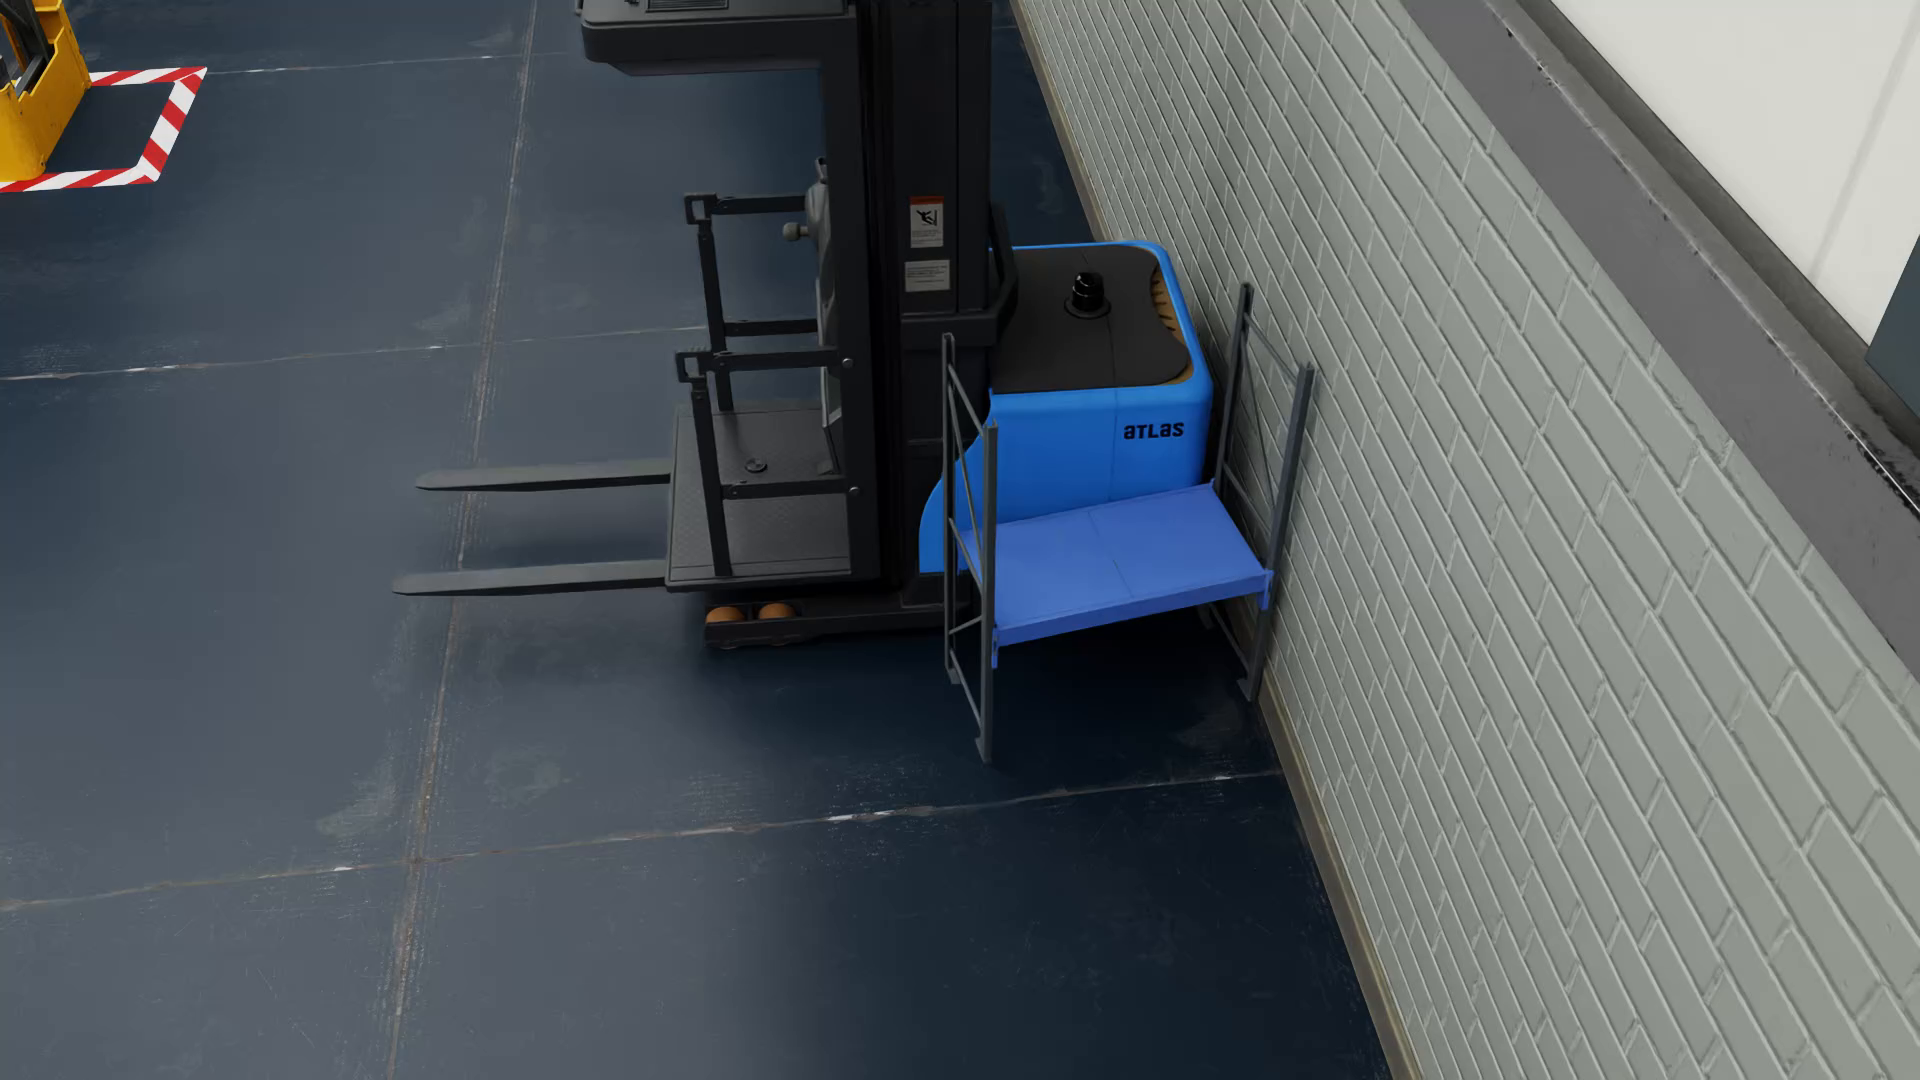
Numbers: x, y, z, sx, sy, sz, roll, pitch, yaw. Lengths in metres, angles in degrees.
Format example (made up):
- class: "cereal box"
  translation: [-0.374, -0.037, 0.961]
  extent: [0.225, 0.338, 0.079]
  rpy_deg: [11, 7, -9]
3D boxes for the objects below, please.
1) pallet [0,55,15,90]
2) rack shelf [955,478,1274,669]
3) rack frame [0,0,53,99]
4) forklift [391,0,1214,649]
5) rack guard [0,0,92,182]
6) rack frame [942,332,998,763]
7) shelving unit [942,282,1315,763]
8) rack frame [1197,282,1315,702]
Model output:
- class: "pallet"
  translation: [-6.009, -2.320, 9.165]
  extent: [1.213, 0.211, 1.003]
  rpy_deg: [-5, 42, -6]
- class: "rack shelf"
  translation: [0.515, 0.104, 5.784]
  extent: [1.000, 0.185, 0.538]
  rpy_deg: [-11, 43, -12]
- class: "rack frame"
  translation: [-5.187, -3.402, 8.282]
  extent: [0.127, 3.000, 1.000]
  rpy_deg: [-5, 42, -6]
- class: "forklift"
  translation: [-0.648, -1.048, 5.723]
  extent: [3.031, 2.935, 1.130]
  rpy_deg: [-4, 42, -4]
- class: "rack guard"
  translation: [-5.165, -2.484, 9.131]
  extent: [0.348, 0.500, 1.175]
  rpy_deg: [-5, 42, -6]
- class: "rack frame"
  translation: [0.027, 0.066, 5.557]
  extent: [0.032, 1.500, 0.500]
  rpy_deg: [-11, 43, -12]
- class: "shelving unit"
  translation: [0.515, -0.030, 5.663]
  extent: [1.048, 1.500, 0.538]
  rpy_deg: [-11, 43, -12]
- class: "rack frame"
  translation: [1.003, -0.126, 5.770]
  extent: [0.032, 1.500, 0.500]
  rpy_deg: [-11, 43, -12]
